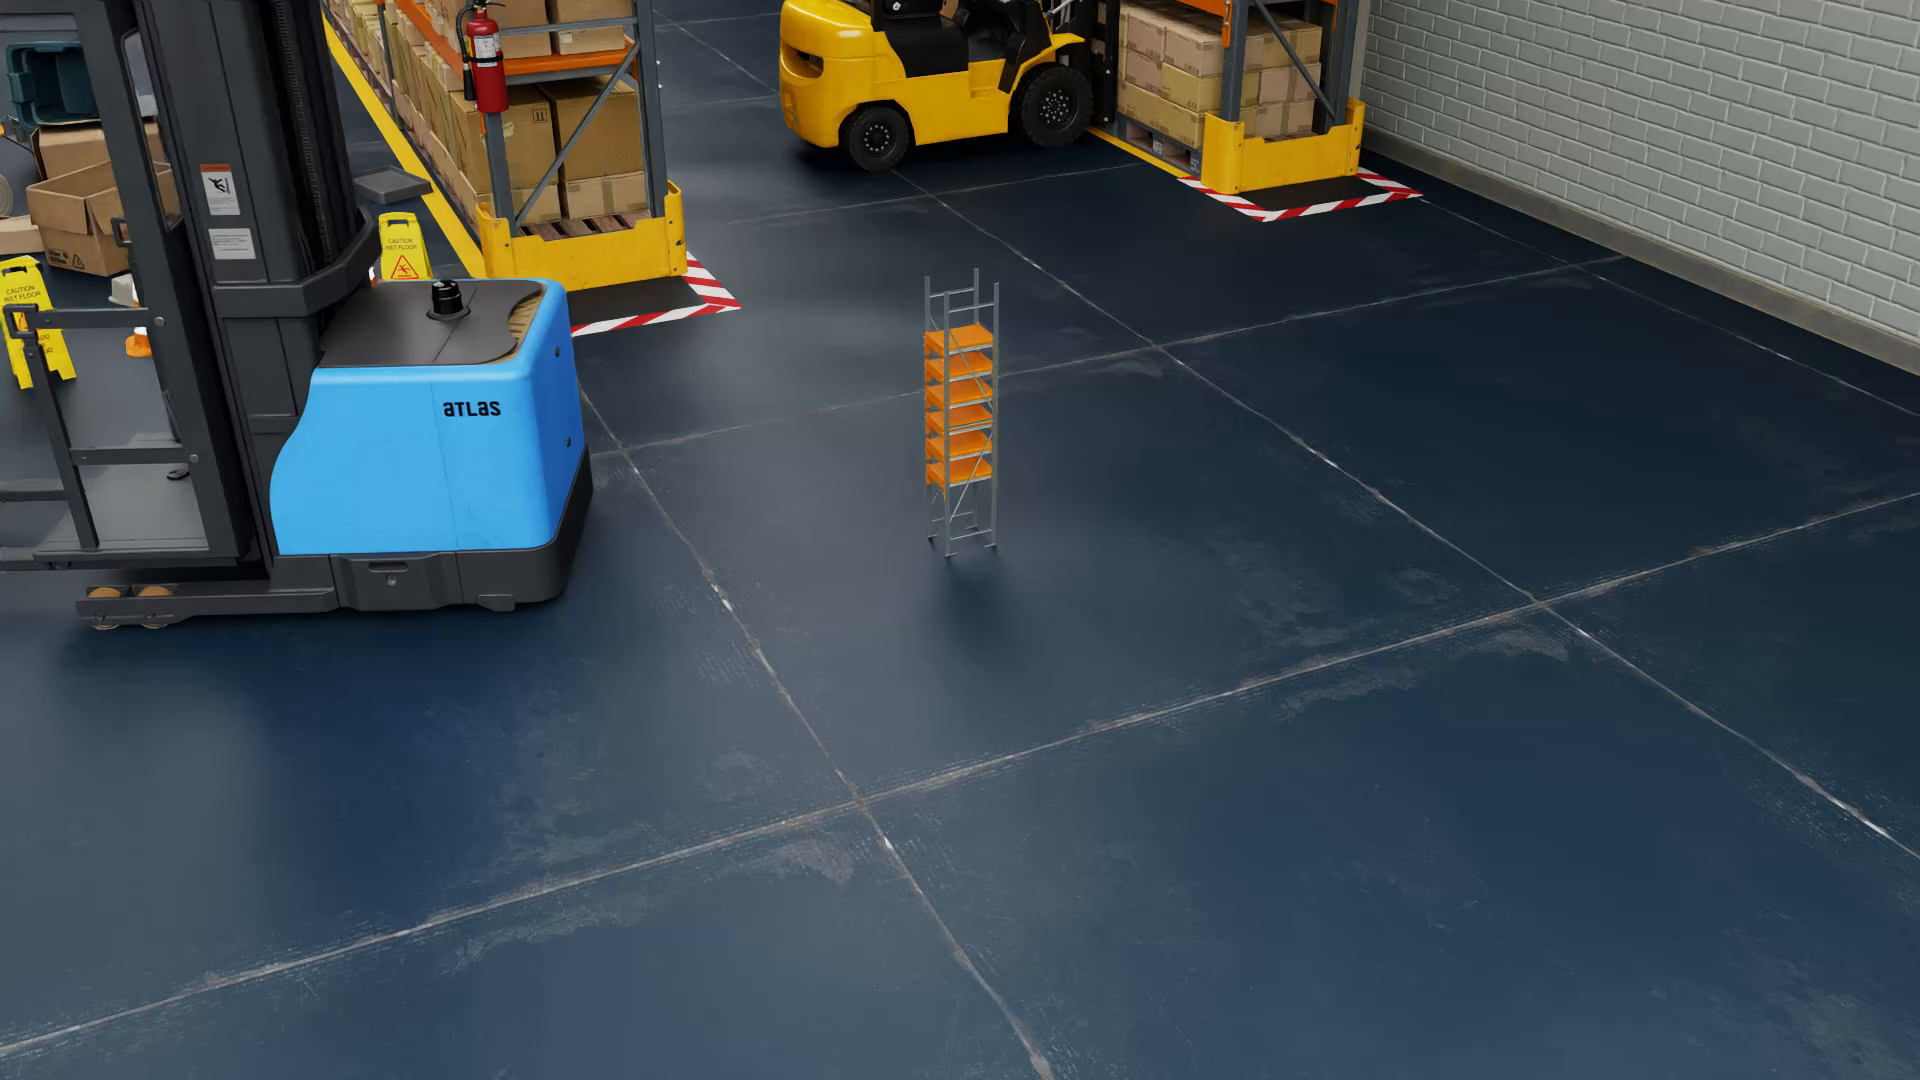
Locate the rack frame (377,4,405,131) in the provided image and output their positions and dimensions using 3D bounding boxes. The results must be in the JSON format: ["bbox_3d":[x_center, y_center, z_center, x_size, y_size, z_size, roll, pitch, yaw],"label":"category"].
[{"bbox_3d":[-3.931,-4.623,12.428,1.000,3.000,0.127,-13,32,-22],"label":"rack frame"}]

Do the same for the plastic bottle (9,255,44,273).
[{"bbox_3d":[-5.747,-1.692,10.204,0.283,0.061,0.133,26,38,38],"label":"plastic bottle"}]

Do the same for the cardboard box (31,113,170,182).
[{"bbox_3d":[-5.663,-2.482,11.023,0.797,0.637,0.503,-13,32,-22],"label":"cardboard box"}]

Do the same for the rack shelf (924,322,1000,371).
[{"bbox_3d":[0.006,-0.792,6.791,0.258,0.103,0.180,-13,32,-22],"label":"rack shelf"}]

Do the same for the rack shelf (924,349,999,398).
[{"bbox_3d":[0.006,-0.688,6.849,0.258,0.103,0.180,-13,32,-22],"label":"rack shelf"}]

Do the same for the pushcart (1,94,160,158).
[{"bbox_3d":[-5.969,-2.979,12.176,0.936,0.377,1.648,26,38,38],"label":"pushcart"}]

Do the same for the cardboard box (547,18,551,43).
[{"bbox_3d":[-2.294,-3.049,9.877,0.380,0.149,0.250,-13,32,-21],"label":"cardboard box"}]

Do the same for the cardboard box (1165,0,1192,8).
[{"bbox_3d":[1.809,-4.015,12.703,0.500,0.250,0.500,-13,32,-22],"label":"cardboard box"}]

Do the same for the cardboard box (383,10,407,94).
[{"bbox_3d":[-3.922,-3.617,12.248,0.500,0.500,0.500,-12,31,-20],"label":"cardboard box"}]

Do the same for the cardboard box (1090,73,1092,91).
[{"bbox_3d":[1.126,-3.694,13.153,0.500,0.250,0.500,-12,31,-20],"label":"cardboard box"}]

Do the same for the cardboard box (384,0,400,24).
[{"bbox_3d":[-3.922,-3.832,11.969,0.380,0.149,0.250,-13,32,-21],"label":"cardboard box"}]

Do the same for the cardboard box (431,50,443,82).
[{"bbox_3d":[-3.117,-3.009,10.501,0.380,0.149,0.250,-13,32,-21],"label":"cardboard box"}]

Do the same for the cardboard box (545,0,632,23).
[{"bbox_3d":[-2.167,-3.297,9.656,0.500,0.500,0.500,-14,32,-23],"label":"cardboard box"}]

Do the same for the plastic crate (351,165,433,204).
[{"bbox_3d":[-3.998,-2.484,11.598,0.583,0.080,0.402,26,38,38],"label":"plastic crate"}]

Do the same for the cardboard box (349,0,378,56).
[{"bbox_3d":[-4.770,-4.515,14.492,0.950,0.372,0.625,-12,31,-20],"label":"cardboard box"}]

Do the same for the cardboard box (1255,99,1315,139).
[{"bbox_3d":[2.233,-3.142,12.168,0.500,0.250,0.500,-13,32,-22],"label":"cardboard box"}]

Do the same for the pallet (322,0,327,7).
[{"bbox_3d":[-5.919,-5.538,16.910,1.003,0.211,1.213,-13,32,-22],"label":"pallet"}]

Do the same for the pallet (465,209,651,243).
[{"bbox_3d":[-2.563,-2.040,10.672,1.003,0.211,1.213,-13,32,-22],"label":"pallet"}]

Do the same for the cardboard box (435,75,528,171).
[{"bbox_3d":[-3.020,-2.696,10.606,0.500,0.500,0.500,-12,31,-20],"label":"cardboard box"}]

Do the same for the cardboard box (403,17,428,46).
[{"bbox_3d":[-3.582,-3.487,11.353,0.380,0.149,0.250,-11,31,-19],"label":"cardboard box"}]

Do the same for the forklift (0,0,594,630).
[{"bbox_3d":[-3.142,-1.187,6.370,3.031,2.935,1.130,-1,29,-3],"label":"forklift"}]

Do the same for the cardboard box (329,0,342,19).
[{"bbox_3d":[-5.415,-5.175,15.670,0.950,0.372,0.625,-15,33,-25],"label":"cardboard box"}]

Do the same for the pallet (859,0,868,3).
[{"bbox_3d":[-0.329,-5.308,16.499,1.003,0.211,1.213,-13,32,-22],"label":"pallet"}]

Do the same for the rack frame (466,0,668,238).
[{"bbox_3d":[-2.214,-2.856,9.277,1.000,3.000,0.127,-13,32,-22],"label":"rack frame"}]

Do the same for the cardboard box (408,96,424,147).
[{"bbox_3d":[-3.682,-3.056,12.015,0.500,0.250,0.500,-11,31,-19],"label":"cardboard box"}]

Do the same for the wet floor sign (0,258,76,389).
[{"bbox_3d":[-4.840,-1.148,8.638,0.267,0.644,0.232,-19,35,-30],"label":"wet floor sign"}]

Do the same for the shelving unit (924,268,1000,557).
[{"bbox_3d":[0.006,-0.517,6.945,0.258,1.200,0.189,-13,32,-22],"label":"shelving unit"}]

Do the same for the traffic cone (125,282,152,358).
[{"bbox_3d":[-4.420,-1.285,9.069,0.336,0.463,0.334,-13,32,-22],"label":"traffic cone"}]

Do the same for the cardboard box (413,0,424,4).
[{"bbox_3d":[-3.411,-3.635,10.922,0.380,0.149,0.250,-13,32,-22],"label":"cardboard box"}]

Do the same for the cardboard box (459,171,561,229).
[{"bbox_3d":[-2.814,-2.151,10.401,0.500,0.250,0.500,-13,32,-22],"label":"cardboard box"}]

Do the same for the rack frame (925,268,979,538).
[{"bbox_3d":[-0.033,-0.557,7.017,0.240,1.200,0.006,-13,32,-22],"label":"rack frame"}]

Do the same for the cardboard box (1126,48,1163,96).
[{"bbox_3d":[1.571,-3.475,12.251,0.500,0.250,0.500,-13,32,-22],"label":"cardboard box"}]

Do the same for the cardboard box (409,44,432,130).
[{"bbox_3d":[-3.460,-3.153,11.422,0.500,0.500,0.500,-11,31,-19],"label":"cardboard box"}]

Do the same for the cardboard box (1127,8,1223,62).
[{"bbox_3d":[1.564,-3.682,12.109,0.500,0.250,0.500,-12,32,-21],"label":"cardboard box"}]

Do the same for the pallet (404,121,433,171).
[{"bbox_3d":[-3.611,-3.118,12.594,1.003,0.211,1.213,-13,32,-22],"label":"pallet"}]

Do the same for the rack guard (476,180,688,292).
[{"bbox_3d":[-2.246,-1.799,9.948,1.175,0.500,0.348,-13,32,-22],"label":"rack guard"}]

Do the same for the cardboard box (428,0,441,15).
[{"bbox_3d":[-2.906,-3.434,9.900,0.500,0.500,0.500,-13,32,-22],"label":"cardboard box"}]

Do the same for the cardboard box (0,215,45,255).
[{"bbox_3d":[-5.957,-1.974,10.499,0.396,0.266,0.258,-8,30,-13],"label":"cardboard box"}]

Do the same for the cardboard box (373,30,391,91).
[{"bbox_3d":[-4.158,-3.891,13.380,0.950,0.372,0.625,-13,32,-21],"label":"cardboard box"}]

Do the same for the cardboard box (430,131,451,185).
[{"bbox_3d":[-3.249,-2.601,11.204,0.500,0.250,0.500,-14,32,-24],"label":"cardboard box"}]

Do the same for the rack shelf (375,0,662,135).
[{"bbox_3d":[-3.072,-3.426,11.028,1.077,0.370,4.000,-13,32,-22],"label":"rack shelf"}]

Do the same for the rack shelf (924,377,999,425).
[{"bbox_3d":[0.006,-0.583,6.908,0.258,0.103,0.180,-13,32,-22],"label":"rack shelf"}]

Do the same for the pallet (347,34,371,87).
[{"bbox_3d":[-4.794,-4.290,14.685,1.003,0.211,1.213,-13,32,-22],"label":"pallet"}]

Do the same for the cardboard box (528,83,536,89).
[{"bbox_3d":[-2.549,-2.822,10.831,0.500,0.500,0.500,-14,32,-24],"label":"cardboard box"}]

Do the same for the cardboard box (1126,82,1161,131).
[{"bbox_3d":[1.576,-3.247,12.355,0.500,0.250,0.500,-13,32,-22],"label":"cardboard box"}]

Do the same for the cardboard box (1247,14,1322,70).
[{"bbox_3d":[2.232,-3.572,11.913,0.500,0.250,0.500,-14,32,-23],"label":"cardboard box"}]

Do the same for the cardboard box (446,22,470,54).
[{"bbox_3d":[-2.777,-2.955,9.711,0.380,0.149,0.250,-13,32,-23],"label":"cardboard box"}]

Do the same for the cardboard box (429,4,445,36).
[{"bbox_3d":[-3.005,-3.181,10.112,0.380,0.149,0.250,-13,32,-21],"label":"cardboard box"}]

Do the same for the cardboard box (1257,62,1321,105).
[{"bbox_3d":[2.253,-3.353,12.034,0.500,0.250,0.500,-12,32,-21],"label":"cardboard box"}]

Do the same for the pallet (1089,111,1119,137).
[{"bbox_3d":[1.382,-3.551,13.367,1.003,0.211,1.213,-13,32,-22],"label":"pallet"}]

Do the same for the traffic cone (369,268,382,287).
[{"bbox_3d":[-3.564,-1.669,9.753,0.336,0.463,0.334,-13,32,-22],"label":"traffic cone"}]
